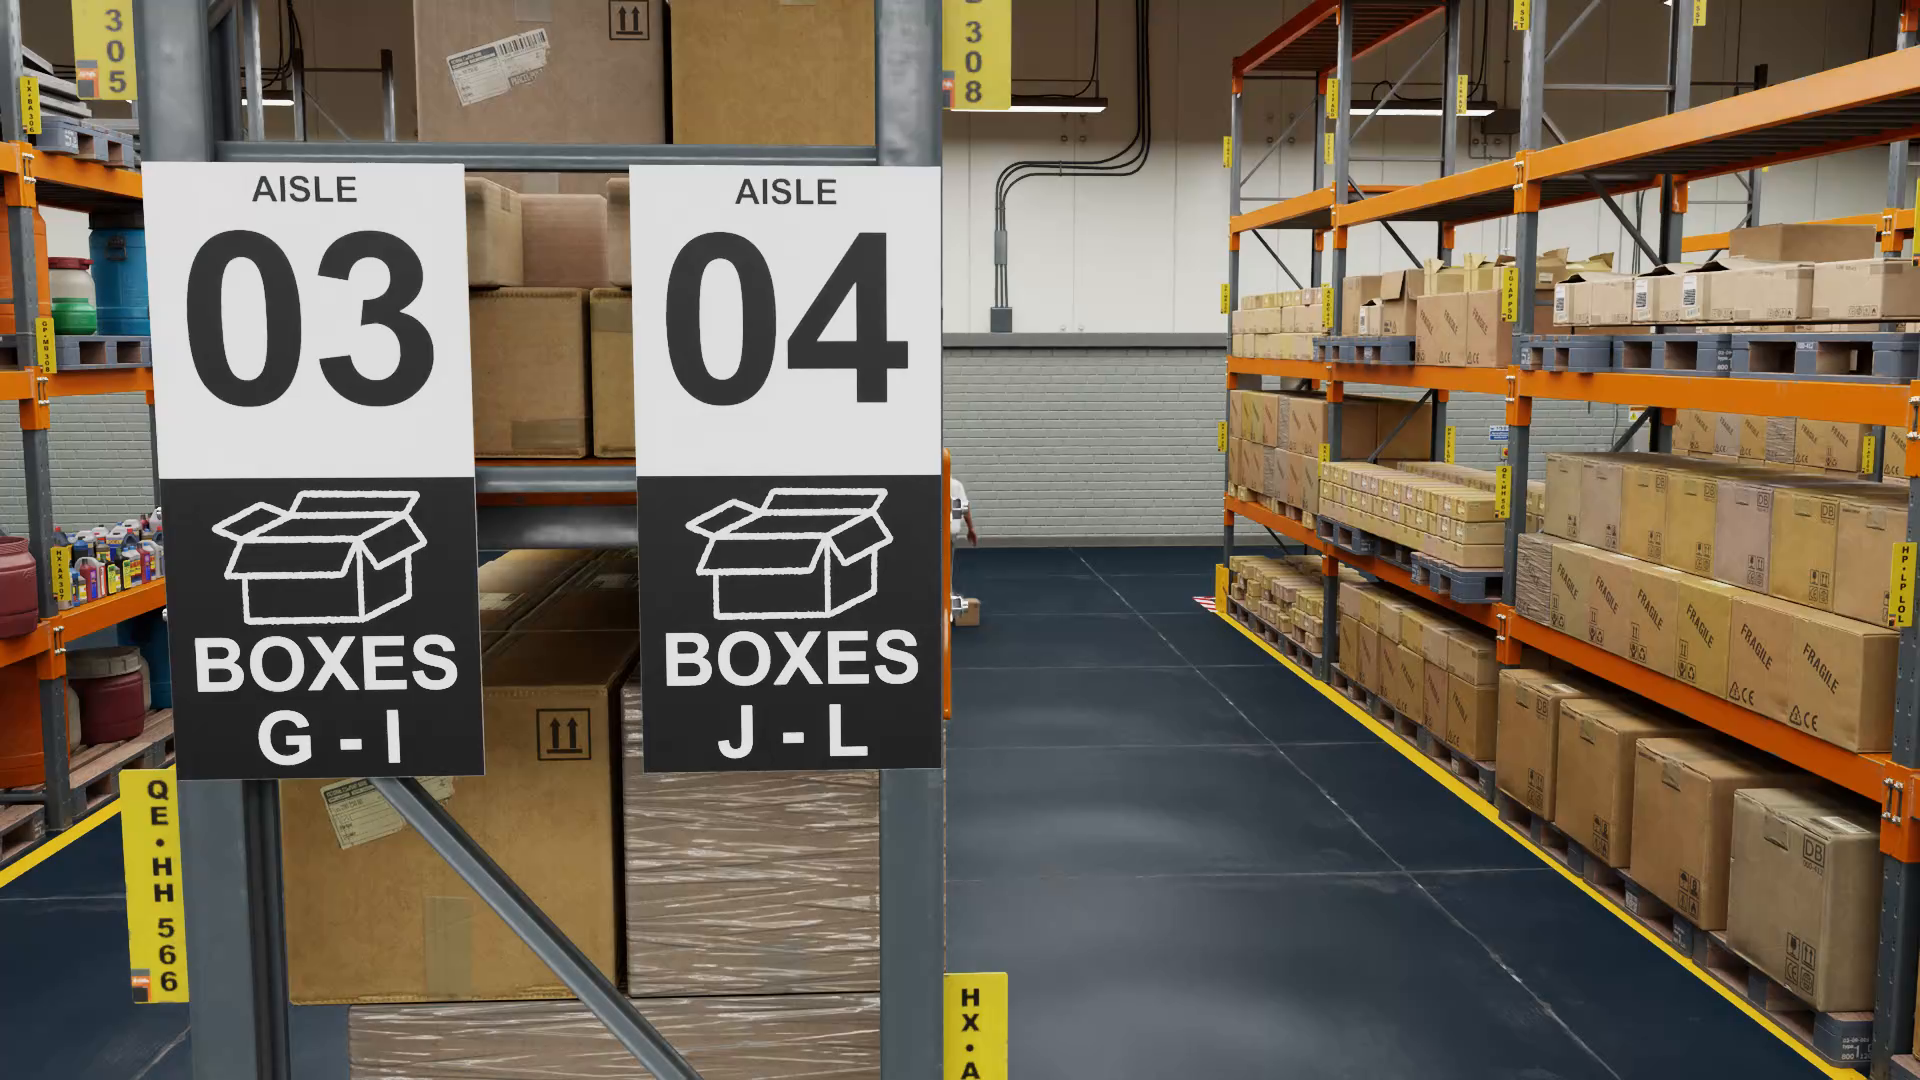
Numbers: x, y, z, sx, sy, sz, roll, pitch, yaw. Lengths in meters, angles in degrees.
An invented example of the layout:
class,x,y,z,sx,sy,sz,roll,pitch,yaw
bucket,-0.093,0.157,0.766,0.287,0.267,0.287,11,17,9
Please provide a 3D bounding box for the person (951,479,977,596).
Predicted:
class,x,y,z,sx,sy,sz,roll,pitch,yaw
person,-0.207,-0.109,18.682,0.661,1.700,1.113,-3,7,-22
